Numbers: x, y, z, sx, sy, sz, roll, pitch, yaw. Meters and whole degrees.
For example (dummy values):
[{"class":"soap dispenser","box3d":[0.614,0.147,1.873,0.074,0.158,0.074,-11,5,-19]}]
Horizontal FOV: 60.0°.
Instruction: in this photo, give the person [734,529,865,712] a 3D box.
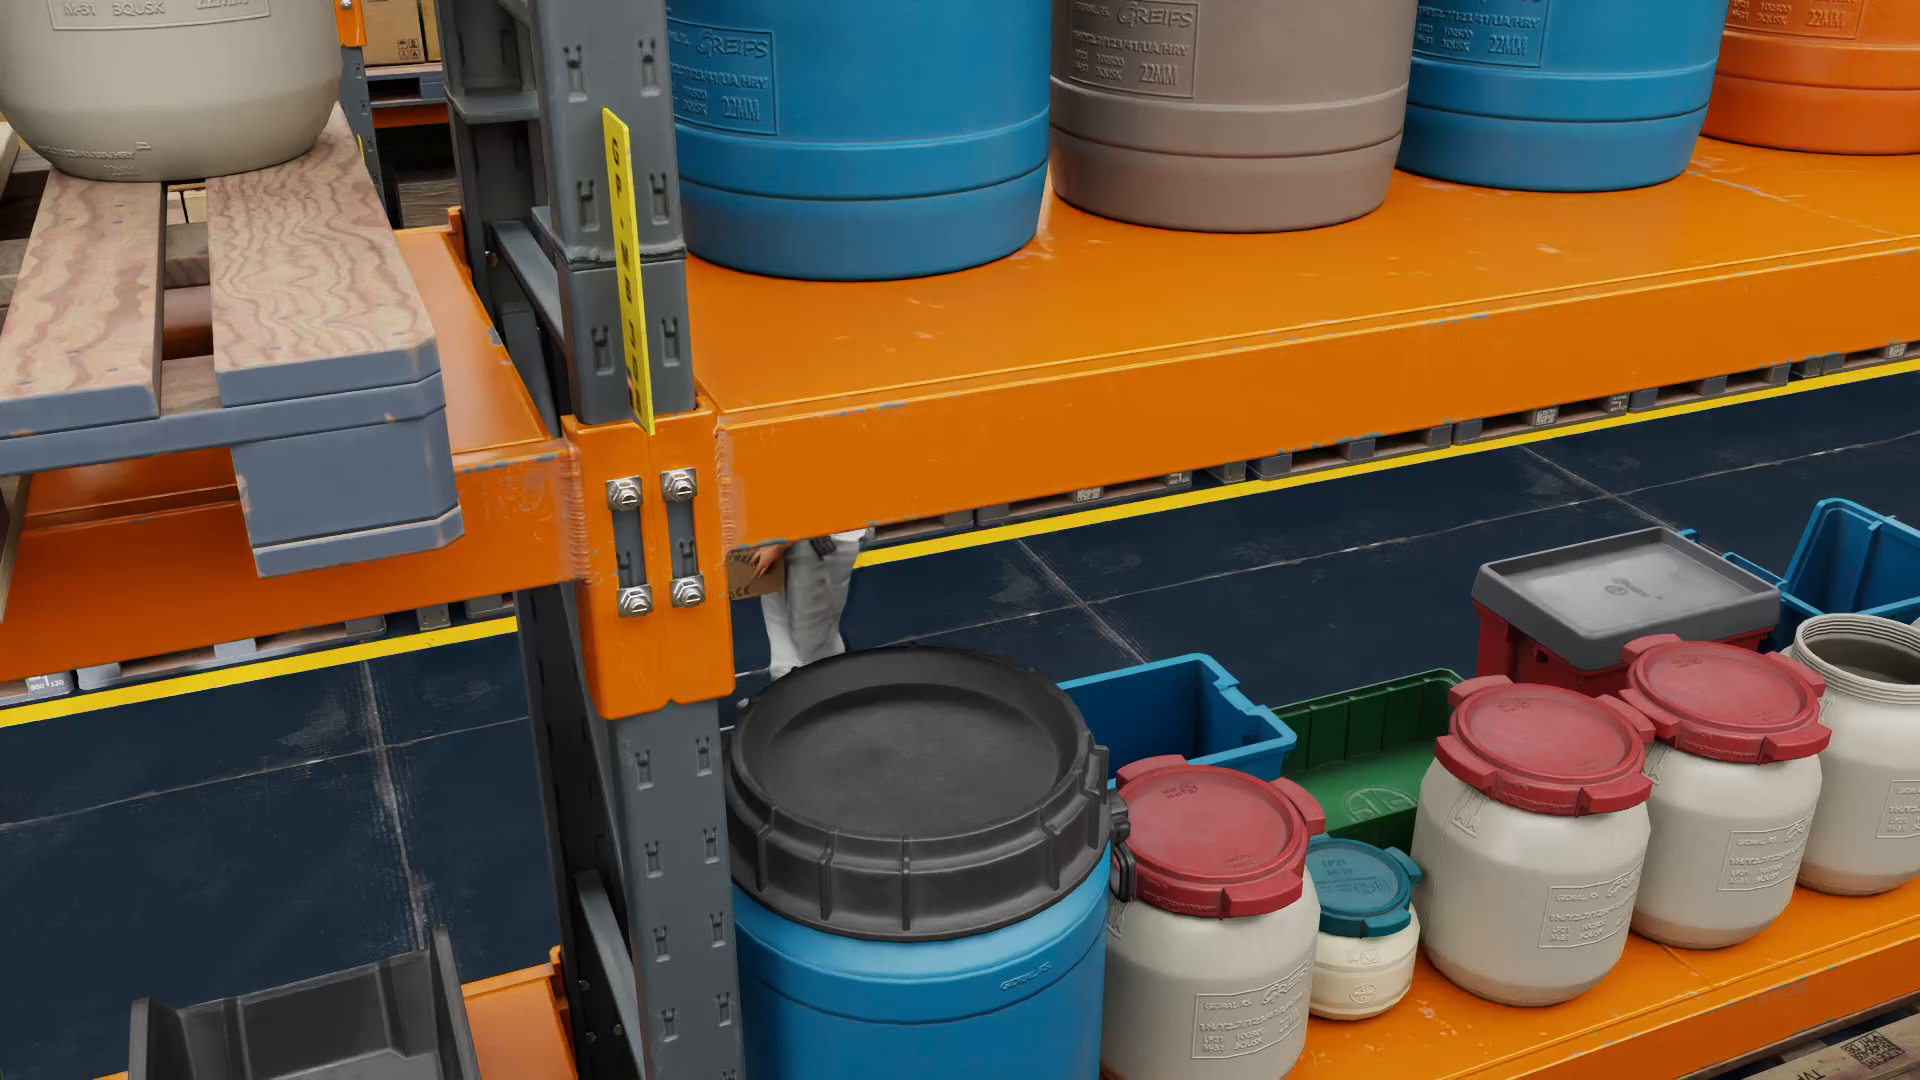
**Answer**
[{"class":"person","box3d":[-0.600,-0.006,6.114,0.457,1.671,0.536,-11,28,-21]}]
